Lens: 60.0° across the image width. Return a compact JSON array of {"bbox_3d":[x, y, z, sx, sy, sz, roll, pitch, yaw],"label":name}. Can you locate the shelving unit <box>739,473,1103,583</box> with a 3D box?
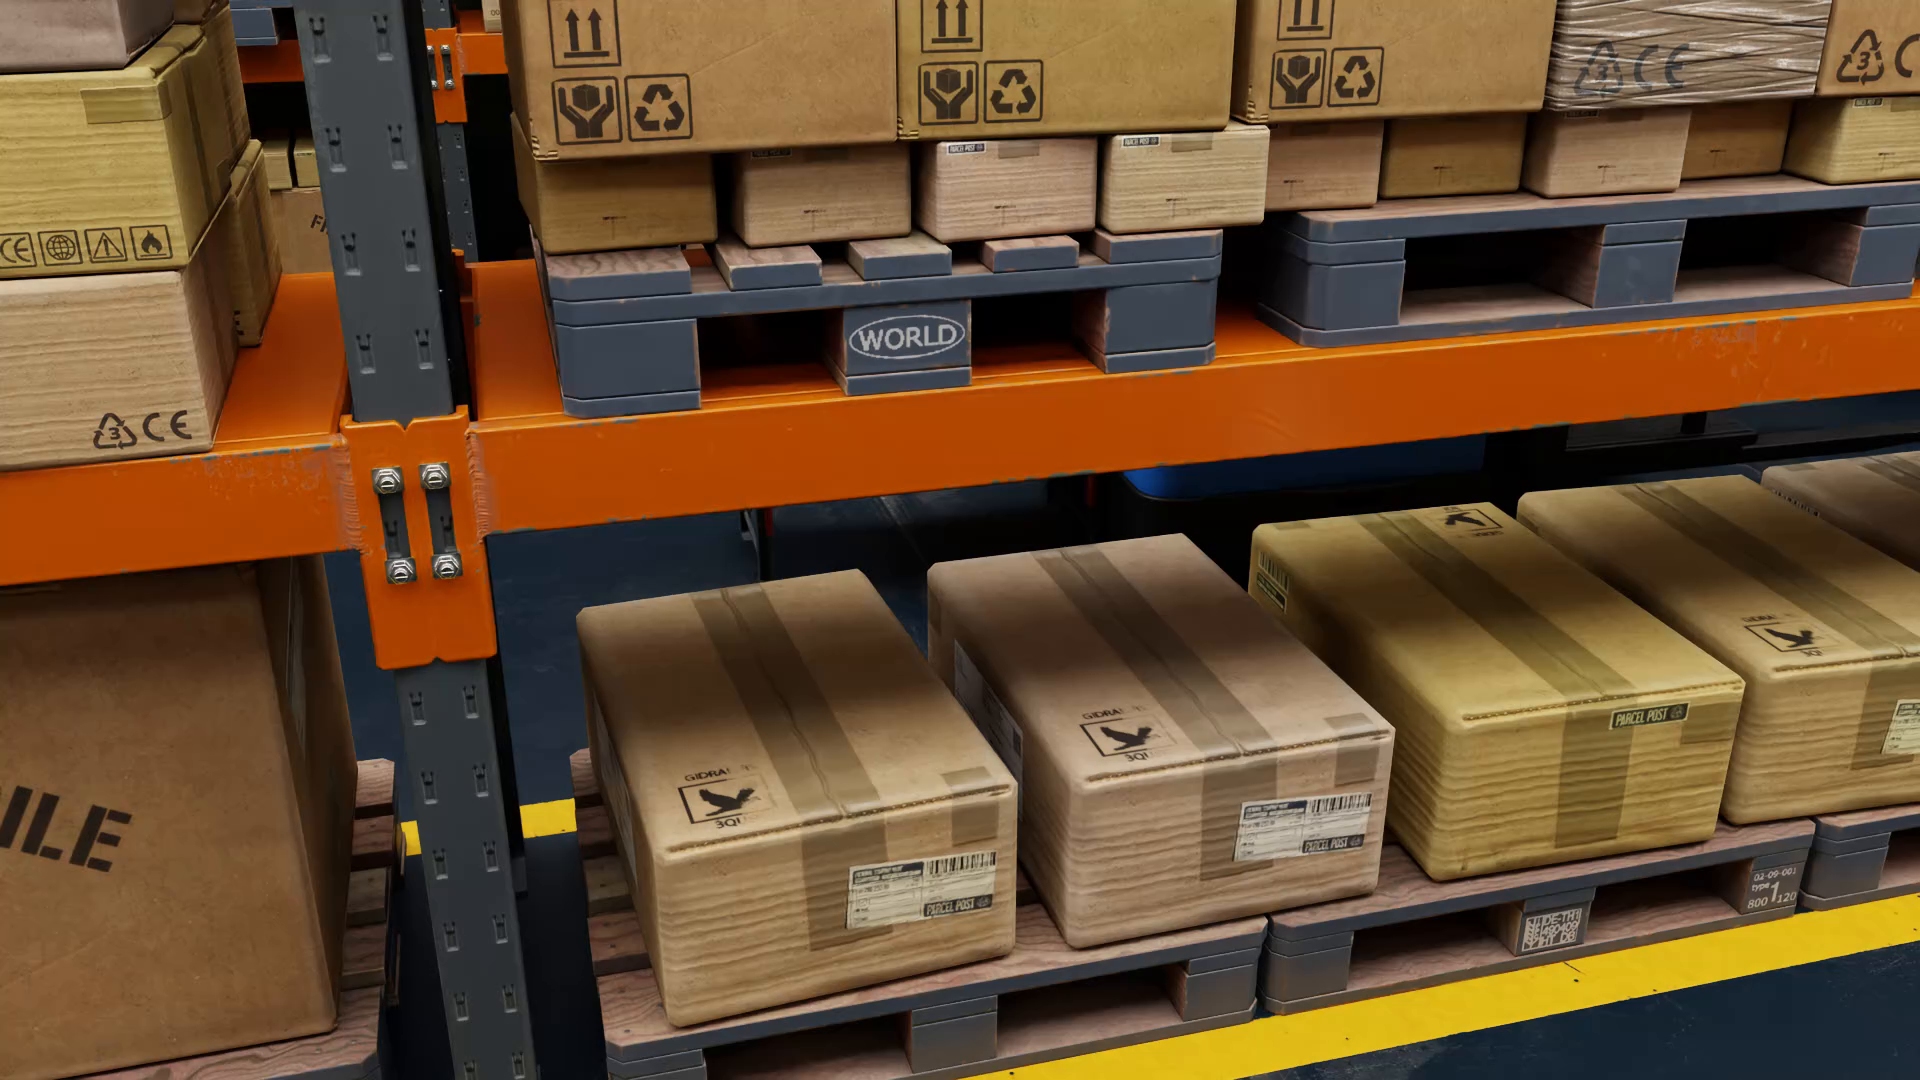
[{"bbox_3d":[-0.137,-0.506,5.002,1.048,1.125,0.538,-6,24,-13],"label":"shelving unit"}]

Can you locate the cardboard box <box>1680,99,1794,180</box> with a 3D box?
[{"bbox_3d":[1.267,-0.768,3.021,0.250,0.149,0.380,-7,24,-16],"label":"cardboard box"}]

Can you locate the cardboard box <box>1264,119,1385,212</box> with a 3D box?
[{"bbox_3d":[0.506,-0.663,2.777,0.250,0.149,0.380,-5,24,-11],"label":"cardboard box"}]

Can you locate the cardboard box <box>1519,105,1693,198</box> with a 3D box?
[{"bbox_3d":[1.037,-0.711,2.889,0.250,0.149,0.380,-6,24,-13],"label":"cardboard box"}]

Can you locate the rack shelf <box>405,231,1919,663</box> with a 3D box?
[{"bbox_3d":[1.030,-0.398,3.286,4.000,0.370,1.077,-6,24,-14],"label":"rack shelf"}]

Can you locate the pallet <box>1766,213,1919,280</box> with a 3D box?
[{"bbox_3d":[2.181,-0.828,3.618,1.213,0.211,1.003,-6,24,-14],"label":"pallet"}]

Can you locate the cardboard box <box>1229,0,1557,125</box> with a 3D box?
[{"bbox_3d":[0.610,-0.969,2.667,0.500,0.500,0.500,-6,24,-13],"label":"cardboard box"}]

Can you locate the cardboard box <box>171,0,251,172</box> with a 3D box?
[{"bbox_3d":[-1.450,-0.716,2.672,0.500,0.250,0.500,-6,24,-15],"label":"cardboard box"}]

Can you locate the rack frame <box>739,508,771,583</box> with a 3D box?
[{"bbox_3d":[-0.631,-0.457,4.888,0.032,1.125,0.500,-6,24,-13],"label":"rack frame"}]

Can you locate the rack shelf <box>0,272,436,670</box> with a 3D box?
[{"bbox_3d":[-2.821,0.028,2.293,4.000,0.370,1.077,-6,24,-14],"label":"rack shelf"}]

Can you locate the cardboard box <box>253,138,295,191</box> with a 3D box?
[{"bbox_3d":[-2.901,-1.553,6.879,0.250,0.149,0.380,-8,24,-17],"label":"cardboard box"}]

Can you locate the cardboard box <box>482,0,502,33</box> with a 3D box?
[{"bbox_3d":[-1.747,-2.285,6.962,0.500,0.250,0.500,-6,24,-14],"label":"cardboard box"}]

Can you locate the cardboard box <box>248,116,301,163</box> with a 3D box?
[{"bbox_3d":[-3.089,-1.787,7.425,0.250,0.149,0.380,-6,24,-13],"label":"cardboard box"}]

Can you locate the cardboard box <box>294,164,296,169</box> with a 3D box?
[{"bbox_3d":[-2.721,-1.506,7.592,0.500,0.500,0.500,-5,24,-12],"label":"cardboard box"}]

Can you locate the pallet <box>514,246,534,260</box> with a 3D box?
[{"bbox_3d":[-1.437,-1.191,7.759,1.213,0.211,1.003,-6,24,-14],"label":"pallet"}]

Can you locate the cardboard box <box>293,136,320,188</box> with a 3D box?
[{"bbox_3d":[-2.647,-1.593,6.974,0.250,0.149,0.380,-8,24,-17],"label":"cardboard box"}]

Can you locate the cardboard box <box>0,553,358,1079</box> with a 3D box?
[{"bbox_3d":[-1.583,0.310,2.886,0.875,0.875,0.875,-7,24,-15],"label":"cardboard box"}]

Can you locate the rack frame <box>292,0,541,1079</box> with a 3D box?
[{"bbox_3d":[-0.895,-0.516,2.648,0.127,3.000,1.000,-6,24,-14],"label":"rack frame"}]

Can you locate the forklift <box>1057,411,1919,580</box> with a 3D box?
[{"bbox_3d":[1.870,-1.508,5.048,3.031,2.935,1.130,-6,24,-13],"label":"forklift"}]

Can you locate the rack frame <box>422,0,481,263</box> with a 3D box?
[{"bbox_3d":[-2.240,-2.400,7.039,0.127,3.000,1.000,-6,24,-14],"label":"rack frame"}]

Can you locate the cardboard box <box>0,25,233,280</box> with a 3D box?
[{"bbox_3d":[-1.293,-0.529,2.234,0.500,0.250,0.500,-6,24,-15],"label":"cardboard box"}]

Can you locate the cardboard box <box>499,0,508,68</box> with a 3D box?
[{"bbox_3d":[-0.533,-1.045,2.846,0.500,0.500,0.500,-7,24,-16],"label":"cardboard box"}]

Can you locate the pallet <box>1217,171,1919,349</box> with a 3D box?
[{"bbox_3d":[0.999,-0.654,3.213,1.213,0.211,1.003,-6,24,-14],"label":"pallet"}]

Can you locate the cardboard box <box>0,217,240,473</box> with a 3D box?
[{"bbox_3d":[-1.312,-0.294,2.322,0.500,0.250,0.500,-7,24,-16],"label":"cardboard box"}]

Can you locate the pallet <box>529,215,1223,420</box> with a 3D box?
[{"bbox_3d":[-0.238,-0.544,2.957,1.003,0.211,1.213,-6,24,-14],"label":"pallet"}]

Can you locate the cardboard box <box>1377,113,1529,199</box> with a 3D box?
[{"bbox_3d":[0.768,-0.708,2.882,0.250,0.149,0.380,-5,24,-12],"label":"cardboard box"}]

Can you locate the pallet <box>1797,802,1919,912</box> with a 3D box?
[{"bbox_3d":[2.207,0.423,3.996,1.213,0.211,1.003,-6,24,-14],"label":"pallet"}]

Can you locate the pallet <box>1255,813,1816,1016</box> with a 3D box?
[{"bbox_3d":[1.030,0.554,3.690,1.213,0.211,1.003,-6,24,-14],"label":"pallet"}]

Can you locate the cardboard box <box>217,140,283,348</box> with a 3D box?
[{"bbox_3d":[-1.435,-0.490,2.779,0.500,0.250,0.500,-7,24,-15],"label":"cardboard box"}]

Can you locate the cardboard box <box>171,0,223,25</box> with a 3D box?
[{"bbox_3d":[-1.436,-1.062,2.525,0.500,0.500,0.500,-7,24,-16],"label":"cardboard box"}]

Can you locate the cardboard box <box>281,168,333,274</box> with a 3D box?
[{"bbox_3d":[-2.589,-1.317,7.154,0.500,0.500,0.500,-6,24,-13],"label":"cardboard box"}]

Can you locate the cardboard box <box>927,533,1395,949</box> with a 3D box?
[{"bbox_3d":[0.360,0.361,3.405,0.625,0.372,0.950,-7,24,-15],"label":"cardboard box"}]

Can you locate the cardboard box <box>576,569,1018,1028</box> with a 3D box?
[{"bbox_3d":[-0.349,0.442,3.215,0.625,0.372,0.950,-8,24,-18],"label":"cardboard box"}]

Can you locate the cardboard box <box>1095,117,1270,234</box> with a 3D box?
[{"bbox_3d":[0.295,-0.608,2.648,0.250,0.149,0.380,-6,24,-14],"label":"cardboard box"}]

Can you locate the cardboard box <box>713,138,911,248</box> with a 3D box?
[{"bbox_3d":[-0.251,-0.575,2.571,0.250,0.149,0.380,-8,24,-18],"label":"cardboard box"}]

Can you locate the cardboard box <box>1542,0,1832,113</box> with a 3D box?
[{"bbox_3d":[1.093,-1.019,2.784,0.500,0.500,0.500,-7,24,-16],"label":"cardboard box"}]

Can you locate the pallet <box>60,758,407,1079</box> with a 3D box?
[{"bbox_3d":[-1.675,0.821,3.069,1.213,0.211,1.003,-6,24,-14],"label":"pallet"}]

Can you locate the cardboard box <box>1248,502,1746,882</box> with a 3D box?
[{"bbox_3d":[1.091,0.282,3.588,0.625,0.372,0.950,-6,24,-13],"label":"cardboard box"}]

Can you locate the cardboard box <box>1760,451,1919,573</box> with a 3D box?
[{"bbox_3d":[2.452,0.130,3.944,0.625,0.372,0.950,-6,24,-14],"label":"cardboard box"}]

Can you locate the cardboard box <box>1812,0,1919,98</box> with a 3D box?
[{"bbox_3d":[1.597,-1.075,2.915,0.500,0.500,0.500,-5,24,-13],"label":"cardboard box"}]

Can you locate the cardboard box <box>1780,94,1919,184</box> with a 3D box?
[{"bbox_3d":[1.549,-0.757,2.995,0.250,0.149,0.380,-6,24,-14],"label":"cardboard box"}]

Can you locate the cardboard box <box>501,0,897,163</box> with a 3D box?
[{"bbox_3d":[-0.400,-0.851,2.394,0.500,0.500,0.500,-7,24,-16],"label":"cardboard box"}]

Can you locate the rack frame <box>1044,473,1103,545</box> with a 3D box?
[{"bbox_3d":[0.356,-0.554,5.116,0.032,1.125,0.500,-6,24,-13],"label":"rack frame"}]

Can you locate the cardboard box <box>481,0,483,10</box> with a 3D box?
[{"bbox_3d":[-1.876,-2.476,7.406,0.500,0.250,0.500,-7,24,-15],"label":"cardboard box"}]

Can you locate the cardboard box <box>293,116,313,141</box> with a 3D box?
[{"bbox_3d":[-2.826,-1.805,7.467,0.250,0.149,0.380,-5,24,-12],"label":"cardboard box"}]

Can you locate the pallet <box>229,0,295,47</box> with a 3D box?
[{"bbox_3d":[-2.874,-2.213,6.846,1.003,0.211,1.213,-6,24,-14],"label":"pallet"}]

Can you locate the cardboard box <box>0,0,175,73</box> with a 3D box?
[{"bbox_3d":[-1.323,-0.867,2.071,0.500,0.500,0.500,-7,24,-16],"label":"cardboard box"}]

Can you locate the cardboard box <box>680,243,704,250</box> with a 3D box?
[{"bbox_3d":[-1.009,-1.635,7.736,0.625,0.625,0.875,-6,24,-13],"label":"cardboard box"}]

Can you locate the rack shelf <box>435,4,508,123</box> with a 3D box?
[{"bbox_3d":[-0.314,-2.282,7.677,4.000,0.370,1.077,-6,24,-14],"label":"rack shelf"}]

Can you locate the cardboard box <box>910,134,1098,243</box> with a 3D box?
[{"bbox_3d":[0.025,-0.586,2.598,0.250,0.149,0.380,-8,24,-18],"label":"cardboard box"}]

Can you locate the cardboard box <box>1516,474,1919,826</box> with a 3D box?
[{"bbox_3d":[1.760,0.207,3.762,0.625,0.372,0.950,-5,24,-11],"label":"cardboard box"}]

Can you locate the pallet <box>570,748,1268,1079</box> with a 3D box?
[{"bbox_3d":[-0.143,0.683,3.391,1.213,0.211,1.003,-6,24,-14],"label":"pallet"}]

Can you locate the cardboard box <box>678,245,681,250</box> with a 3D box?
[{"bbox_3d":[-1.636,-1.563,7.567,0.625,0.625,0.875,-6,24,-13],"label":"cardboard box"}]

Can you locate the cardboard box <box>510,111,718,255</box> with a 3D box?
[{"bbox_3d":[-0.532,-0.557,2.531,0.250,0.149,0.380,-8,24,-17],"label":"cardboard box"}]

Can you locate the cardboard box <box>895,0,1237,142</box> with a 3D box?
[{"bbox_3d":[0.100,-0.910,2.529,0.500,0.500,0.500,-5,24,-12],"label":"cardboard box"}]

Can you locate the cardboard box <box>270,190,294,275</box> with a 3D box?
[{"bbox_3d":[-3.074,-1.268,7.039,0.500,0.500,0.500,-7,24,-15],"label":"cardboard box"}]

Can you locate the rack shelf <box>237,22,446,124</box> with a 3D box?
[{"bbox_3d":[-4.166,-1.856,6.684,4.000,0.370,1.077,-6,24,-14],"label":"rack shelf"}]

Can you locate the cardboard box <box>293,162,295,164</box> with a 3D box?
[{"bbox_3d":[-3.199,-1.461,7.488,0.500,0.500,0.500,-6,24,-14],"label":"cardboard box"}]

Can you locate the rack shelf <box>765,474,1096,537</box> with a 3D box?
[{"bbox_3d":[-0.137,-0.281,5.098,1.000,0.278,0.538,-6,24,-13],"label":"rack shelf"}]
